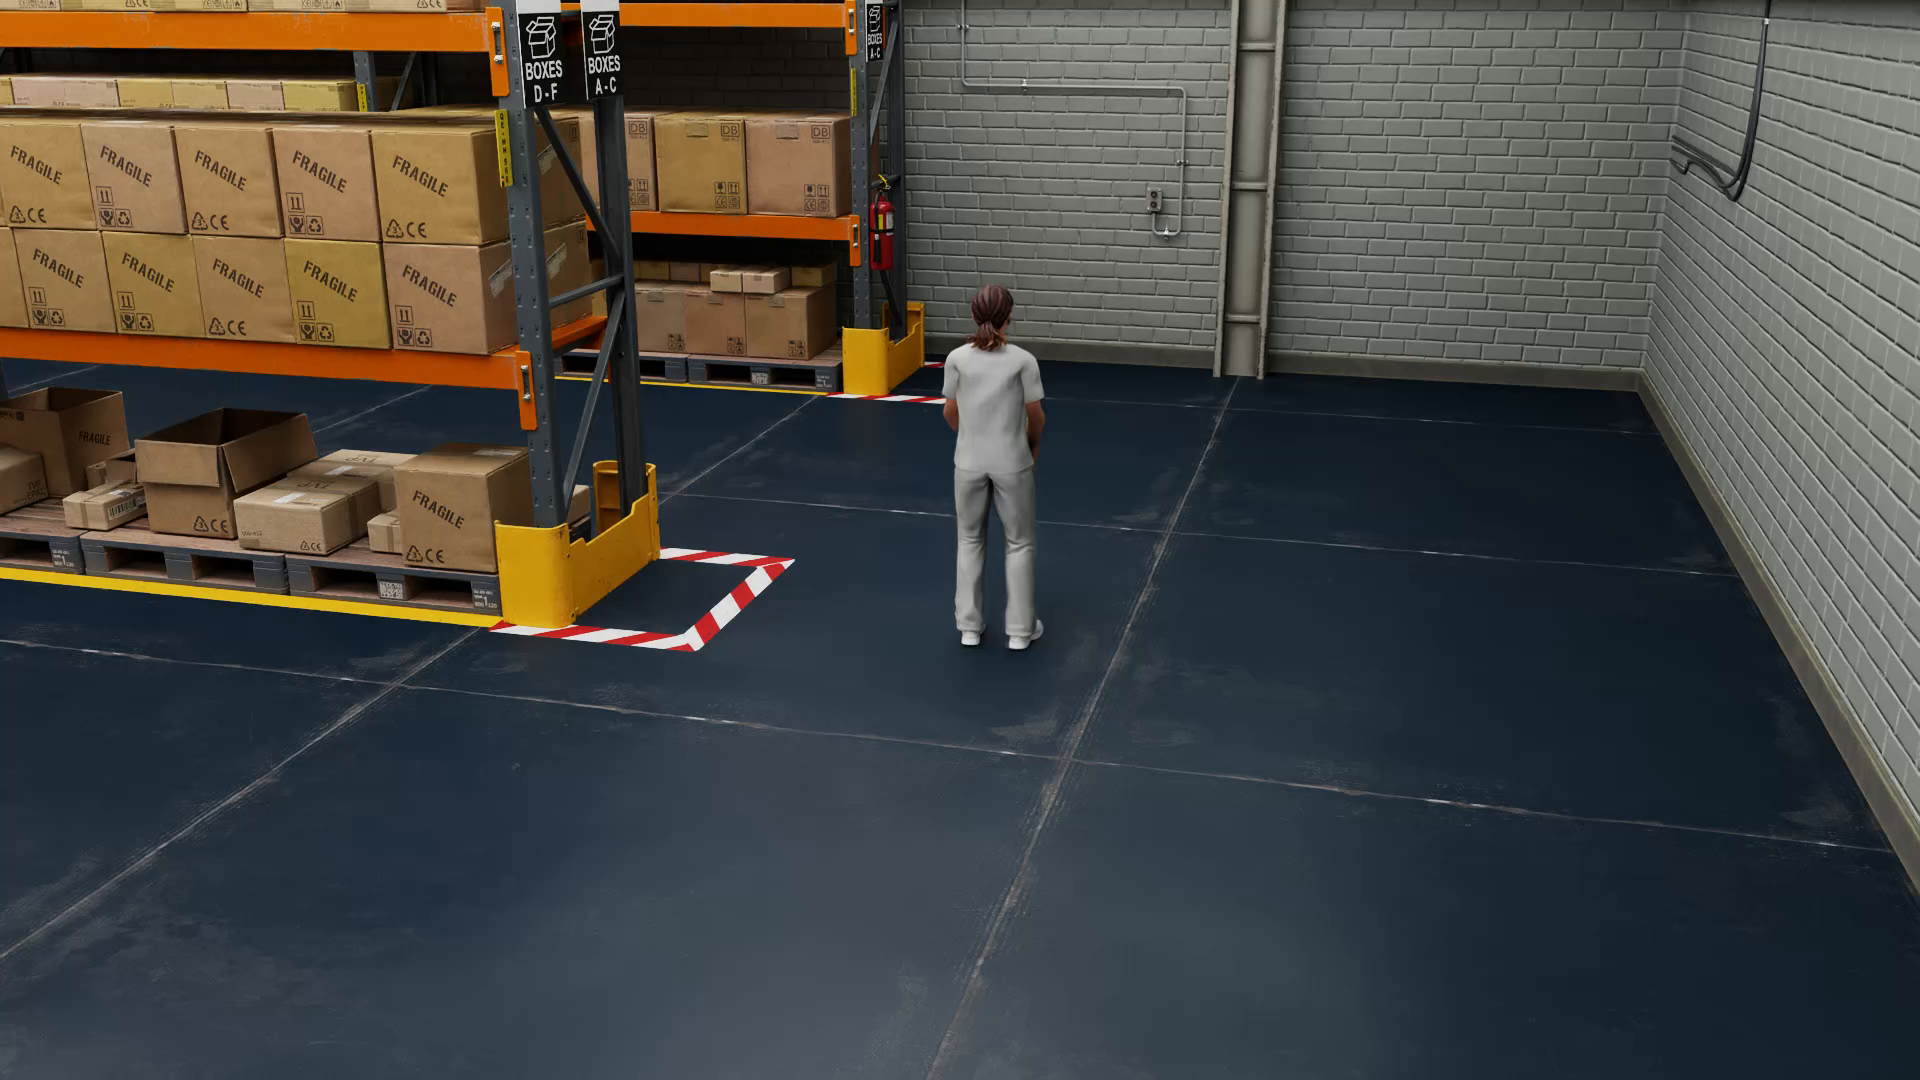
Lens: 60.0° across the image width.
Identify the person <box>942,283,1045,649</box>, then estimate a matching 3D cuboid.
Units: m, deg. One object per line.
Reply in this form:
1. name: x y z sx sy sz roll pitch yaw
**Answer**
1. person: 0.159 -0.336 7.570 0.465 1.675 0.445 4 19 13
